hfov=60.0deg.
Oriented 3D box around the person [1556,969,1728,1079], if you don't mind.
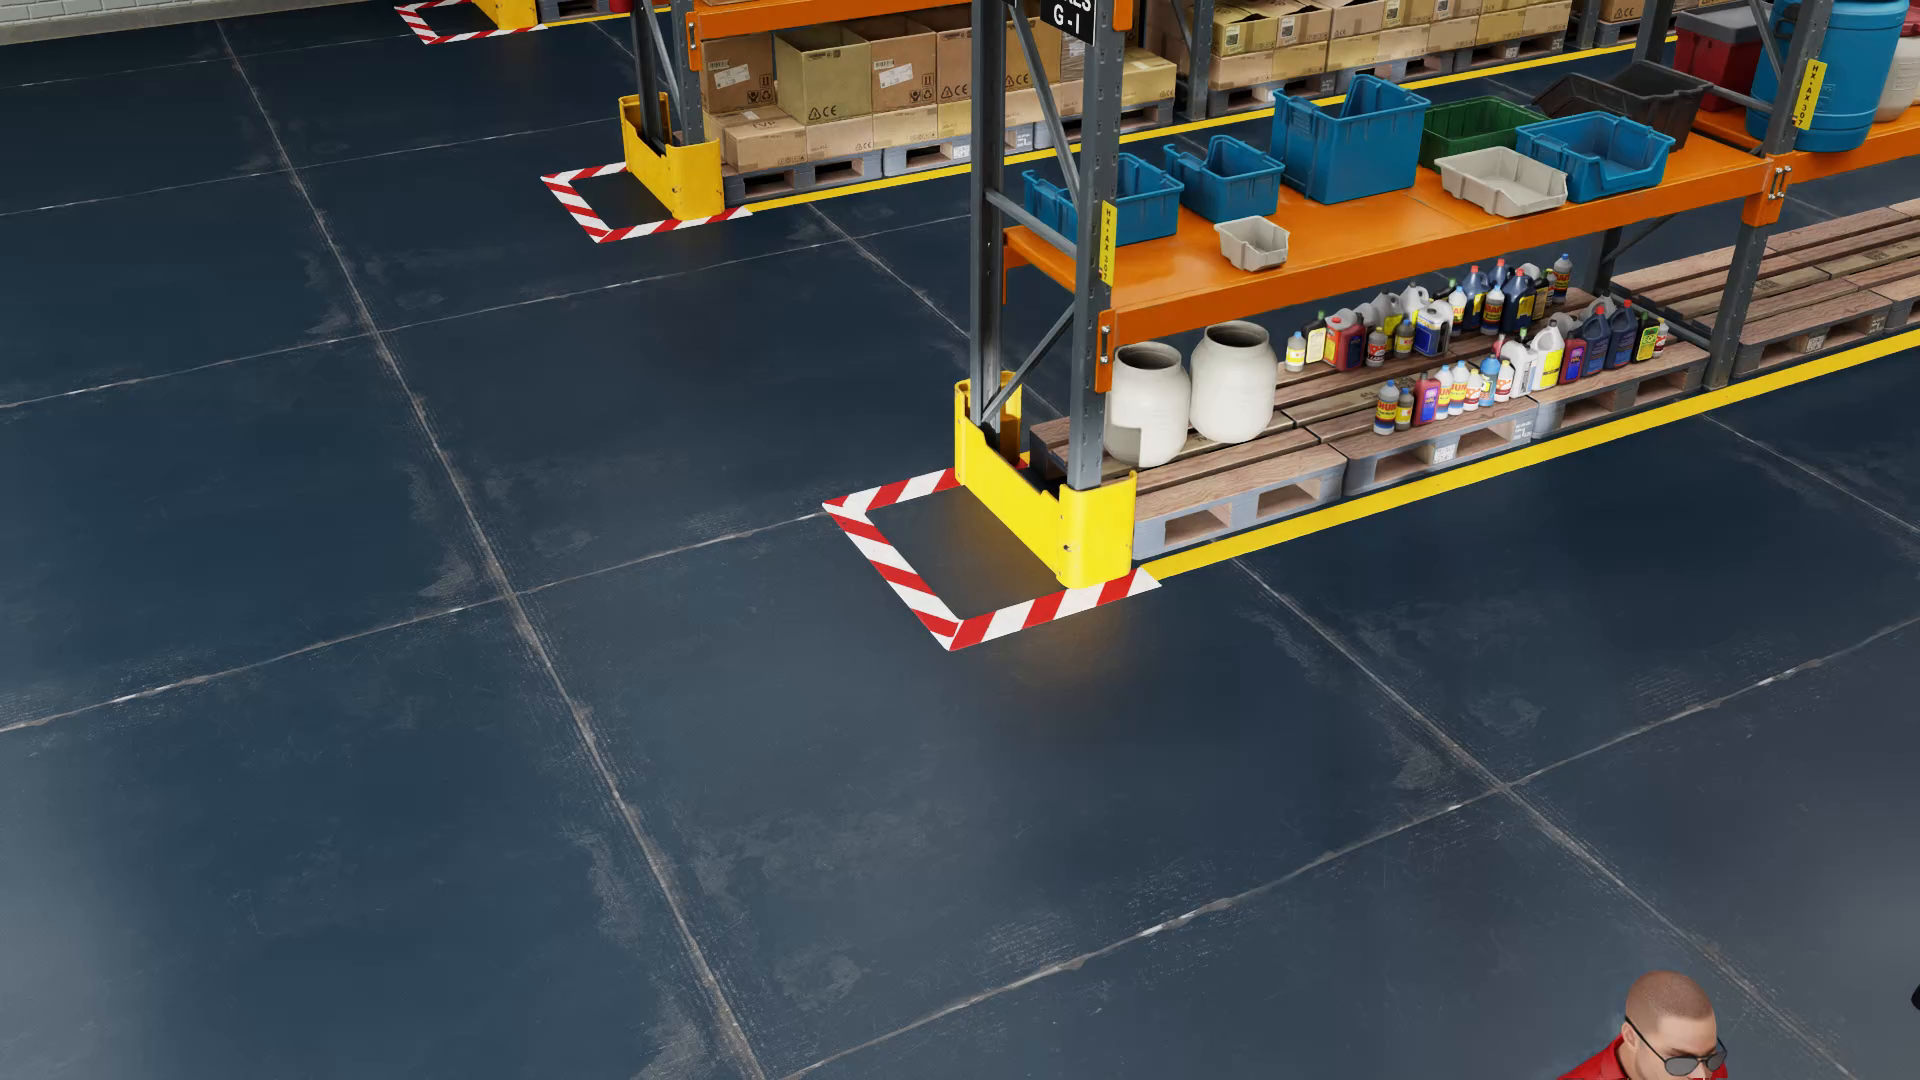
[{"bbox_3d":[1.393,1.612,3.662,0.562,1.673,1.051,-11,34,-16],"label":"person"}]
